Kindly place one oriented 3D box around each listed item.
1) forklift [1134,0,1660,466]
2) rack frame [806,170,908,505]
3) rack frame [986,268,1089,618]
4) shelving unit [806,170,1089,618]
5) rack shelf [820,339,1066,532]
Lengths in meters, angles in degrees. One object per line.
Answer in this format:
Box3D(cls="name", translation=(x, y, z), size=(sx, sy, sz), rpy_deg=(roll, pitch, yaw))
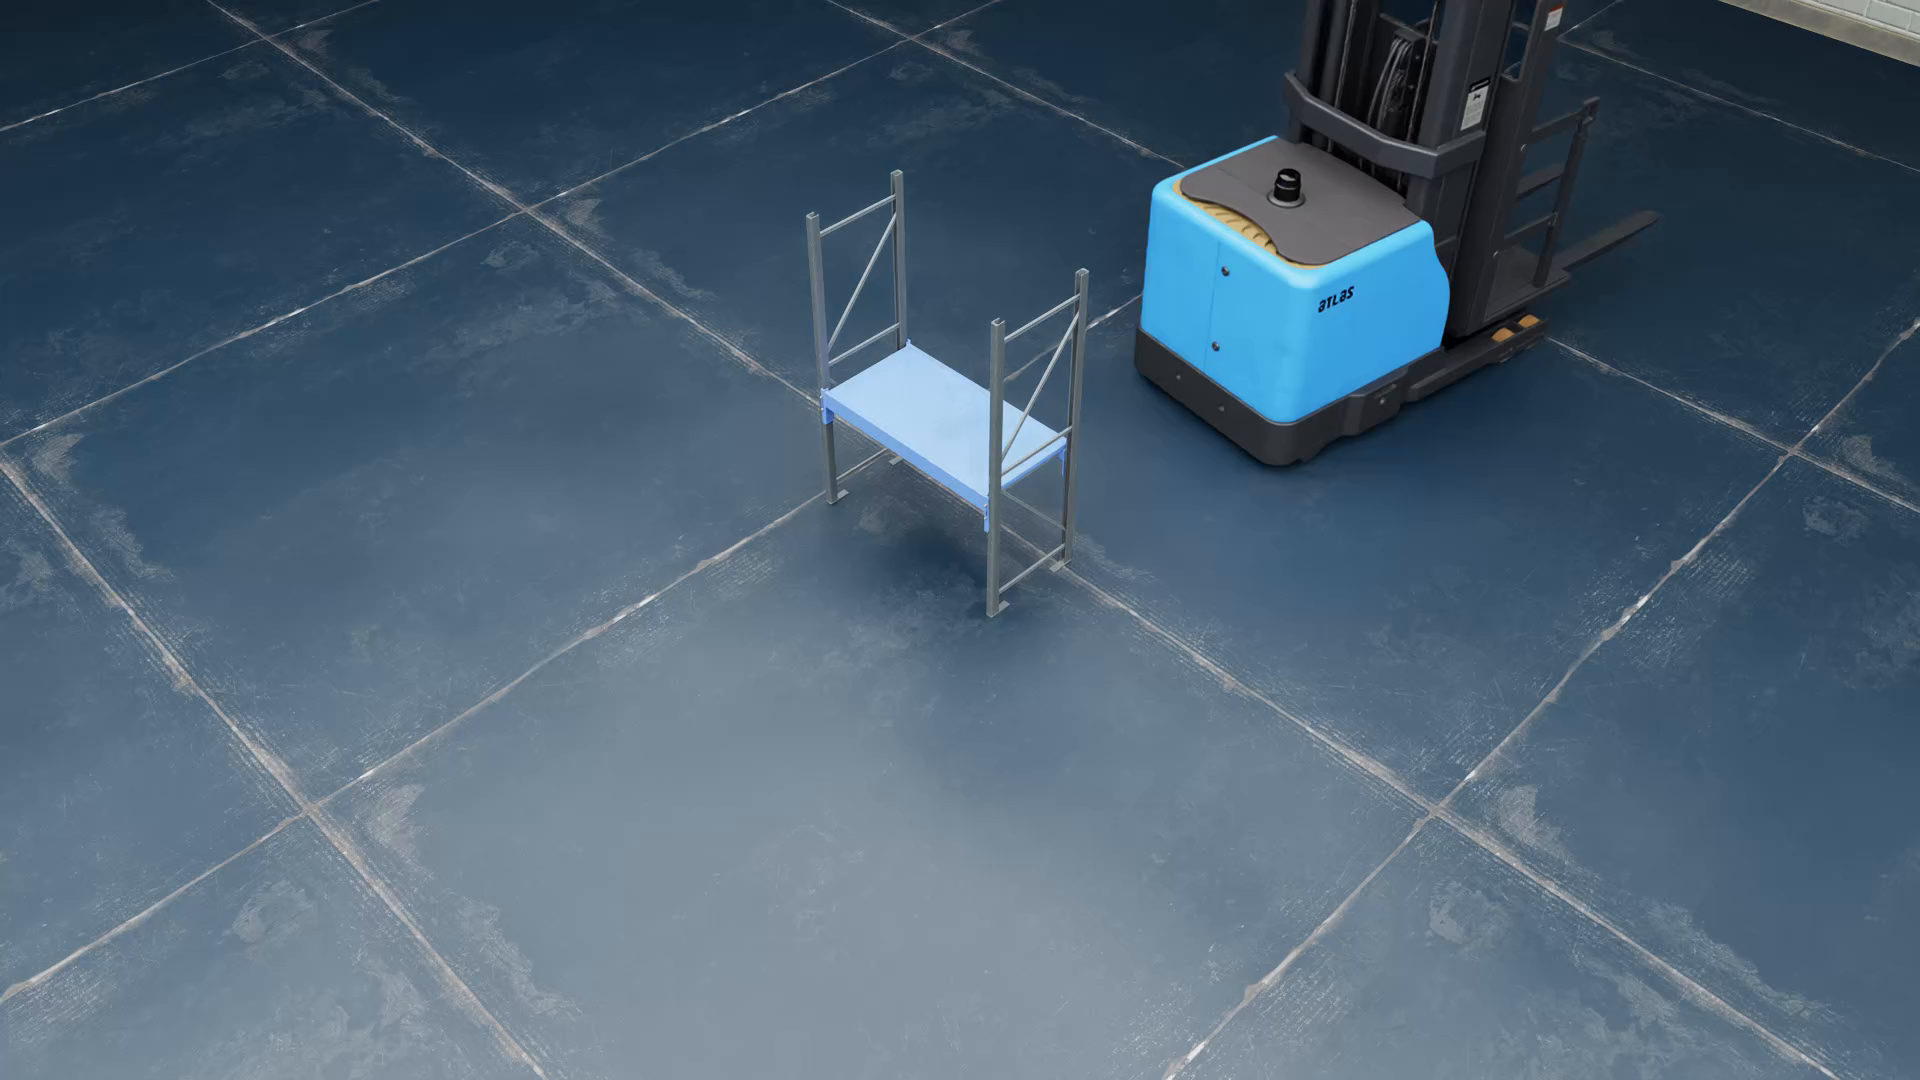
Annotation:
Box3D(cls="forklift", translation=(2.345, -2.231, 7.622), size=(3.031, 2.935, 1.130), rpy_deg=(-27, 49, -26))
Box3D(cls="rack frame", translation=(-0.419, -0.836, 7.167), size=(0.500, 1.500, 0.032), rpy_deg=(-34, 53, -31))
Box3D(cls="rack frame", translation=(0.299, -0.348, 6.638), size=(0.500, 1.500, 0.032), rpy_deg=(-34, 53, -31))
Box3D(cls="shelving unit", translation=(-0.060, -0.592, 6.903), size=(0.538, 1.500, 1.048), rpy_deg=(-34, 53, -31))
Box3D(cls="rack shelf", translation=(-0.060, -0.460, 7.025), size=(0.538, 0.185, 1.000), rpy_deg=(-34, 53, -31))
